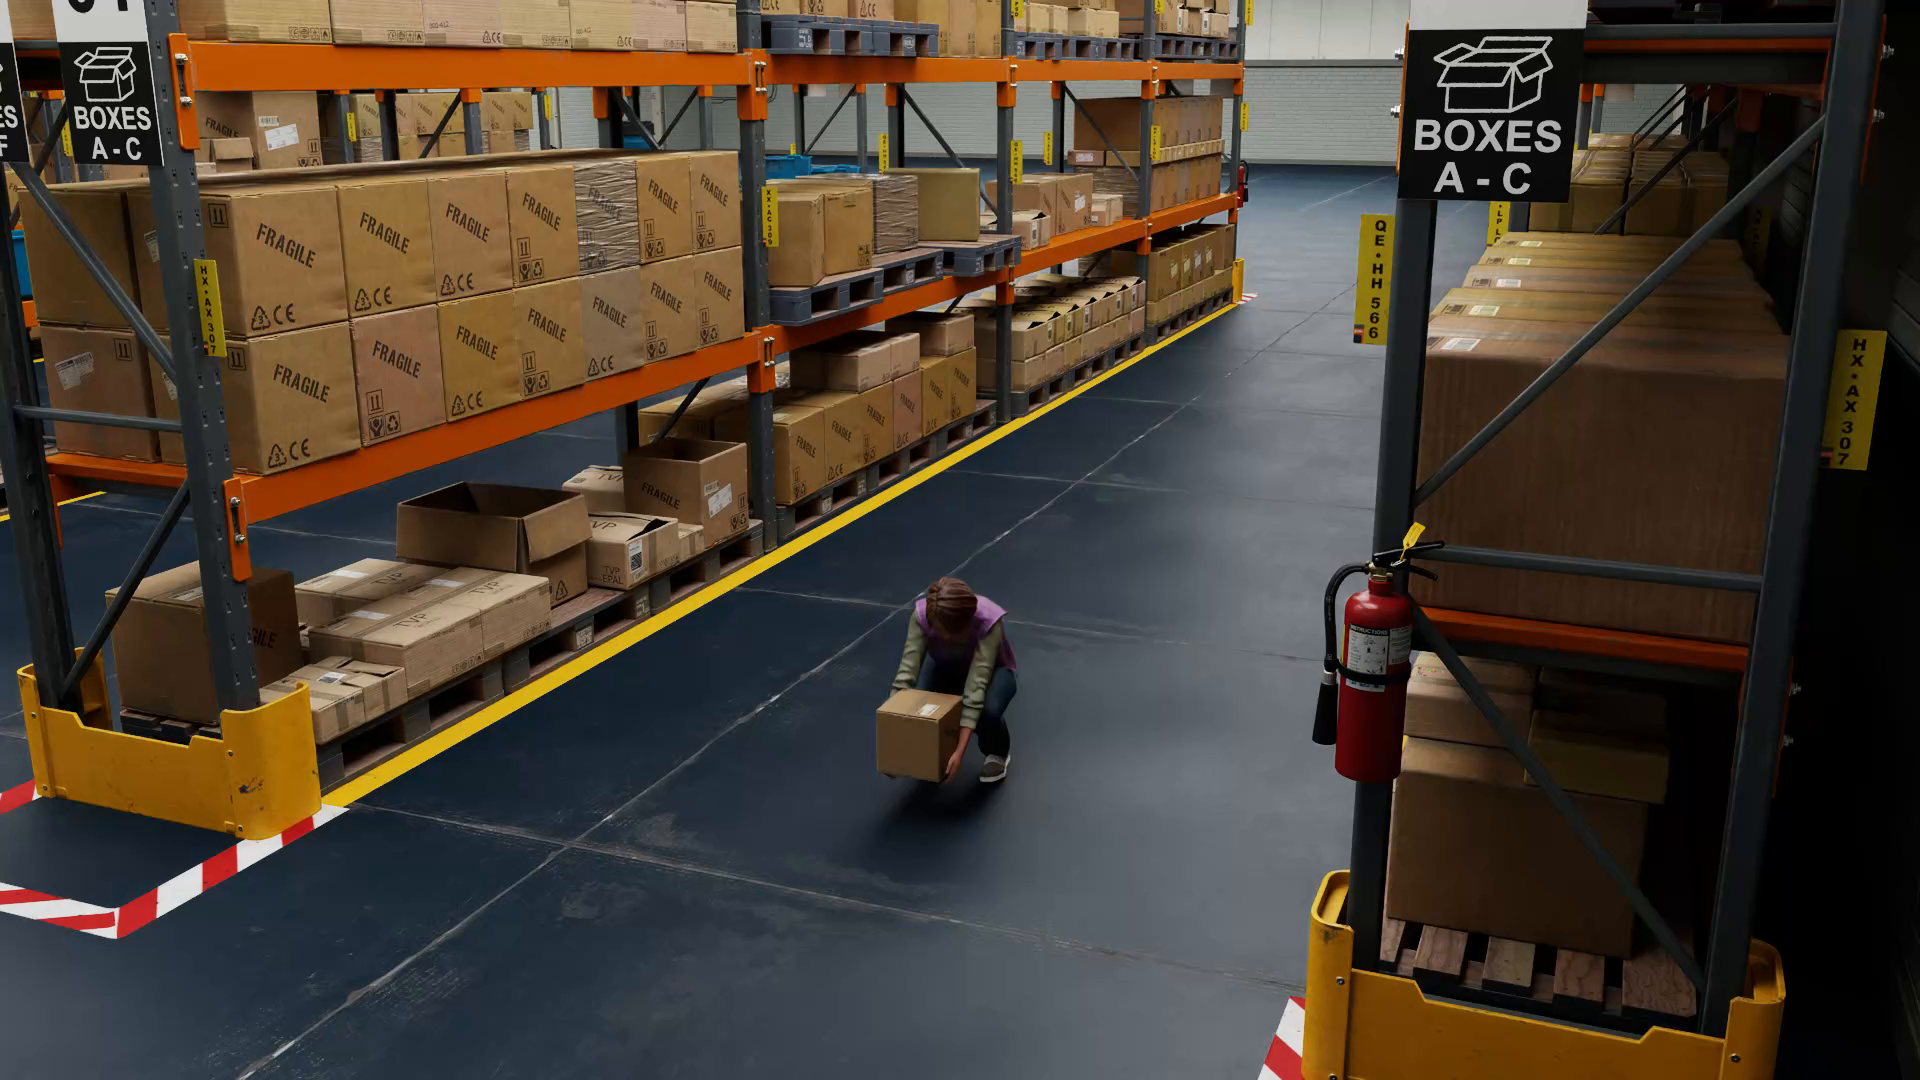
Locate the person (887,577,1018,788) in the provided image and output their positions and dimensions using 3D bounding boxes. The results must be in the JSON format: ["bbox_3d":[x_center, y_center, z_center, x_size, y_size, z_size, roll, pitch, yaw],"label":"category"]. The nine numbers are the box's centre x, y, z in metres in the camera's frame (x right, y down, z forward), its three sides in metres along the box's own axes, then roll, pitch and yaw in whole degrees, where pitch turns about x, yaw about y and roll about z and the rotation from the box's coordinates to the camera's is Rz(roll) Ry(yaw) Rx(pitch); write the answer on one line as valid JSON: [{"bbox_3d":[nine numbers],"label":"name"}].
[{"bbox_3d":[-0.012,0.533,6.468,0.426,0.894,0.820,6,17,20],"label":"person"}]
